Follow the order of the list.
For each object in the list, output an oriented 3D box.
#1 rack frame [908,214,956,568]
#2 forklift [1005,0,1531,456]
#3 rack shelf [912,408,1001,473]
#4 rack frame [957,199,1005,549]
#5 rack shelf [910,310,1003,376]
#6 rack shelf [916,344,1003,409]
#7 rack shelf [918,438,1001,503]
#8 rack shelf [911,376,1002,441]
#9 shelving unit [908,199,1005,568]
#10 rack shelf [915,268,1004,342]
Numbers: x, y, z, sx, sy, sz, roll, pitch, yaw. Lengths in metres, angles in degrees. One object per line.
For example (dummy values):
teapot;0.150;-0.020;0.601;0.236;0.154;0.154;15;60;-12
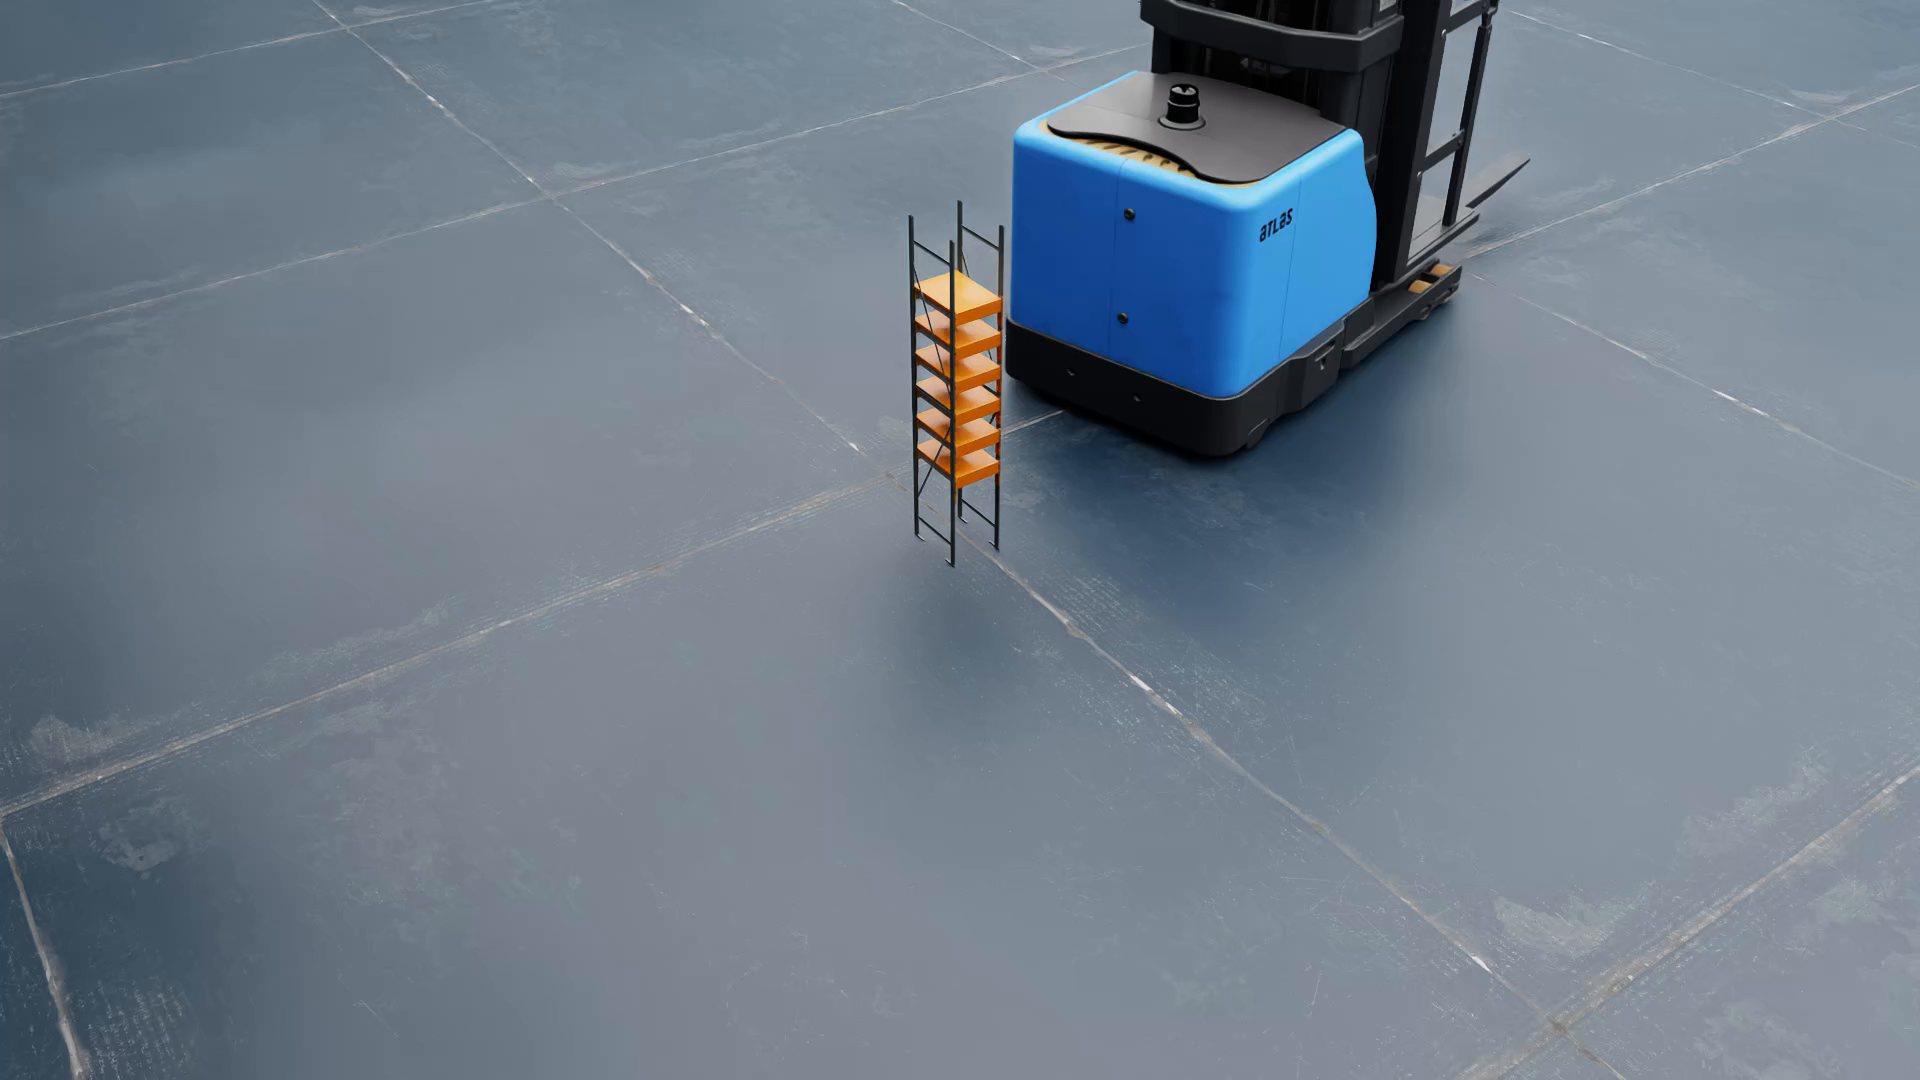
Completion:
rack frame;-0.087;-0.451;5.350;0.006;1.200;0.240;-22;41;-28
forklift;1.501;-2.287;6.420;1.130;2.935;3.031;26;43;31
rack shelf;-0.012;-0.349;5.489;0.180;0.103;0.258;-22;41;-28
rack frame;0.063;-0.513;5.436;0.006;1.200;0.240;-22;41;-28
rack shelf;-0.012;-0.641;5.279;0.180;0.103;0.258;-22;41;-28
rack shelf;-0.012;-0.544;5.349;0.180;0.103;0.258;-22;41;-28
rack shelf;-0.012;-0.251;5.559;0.180;0.103;0.258;-22;41;-28
rack shelf;-0.012;-0.446;5.419;0.180;0.103;0.258;-22;41;-28
shelving unit;-0.012;-0.482;5.393;0.189;1.200;0.258;-22;41;-28
rack shelf;-0.012;-0.738;5.209;0.180;0.103;0.258;-22;41;-28
